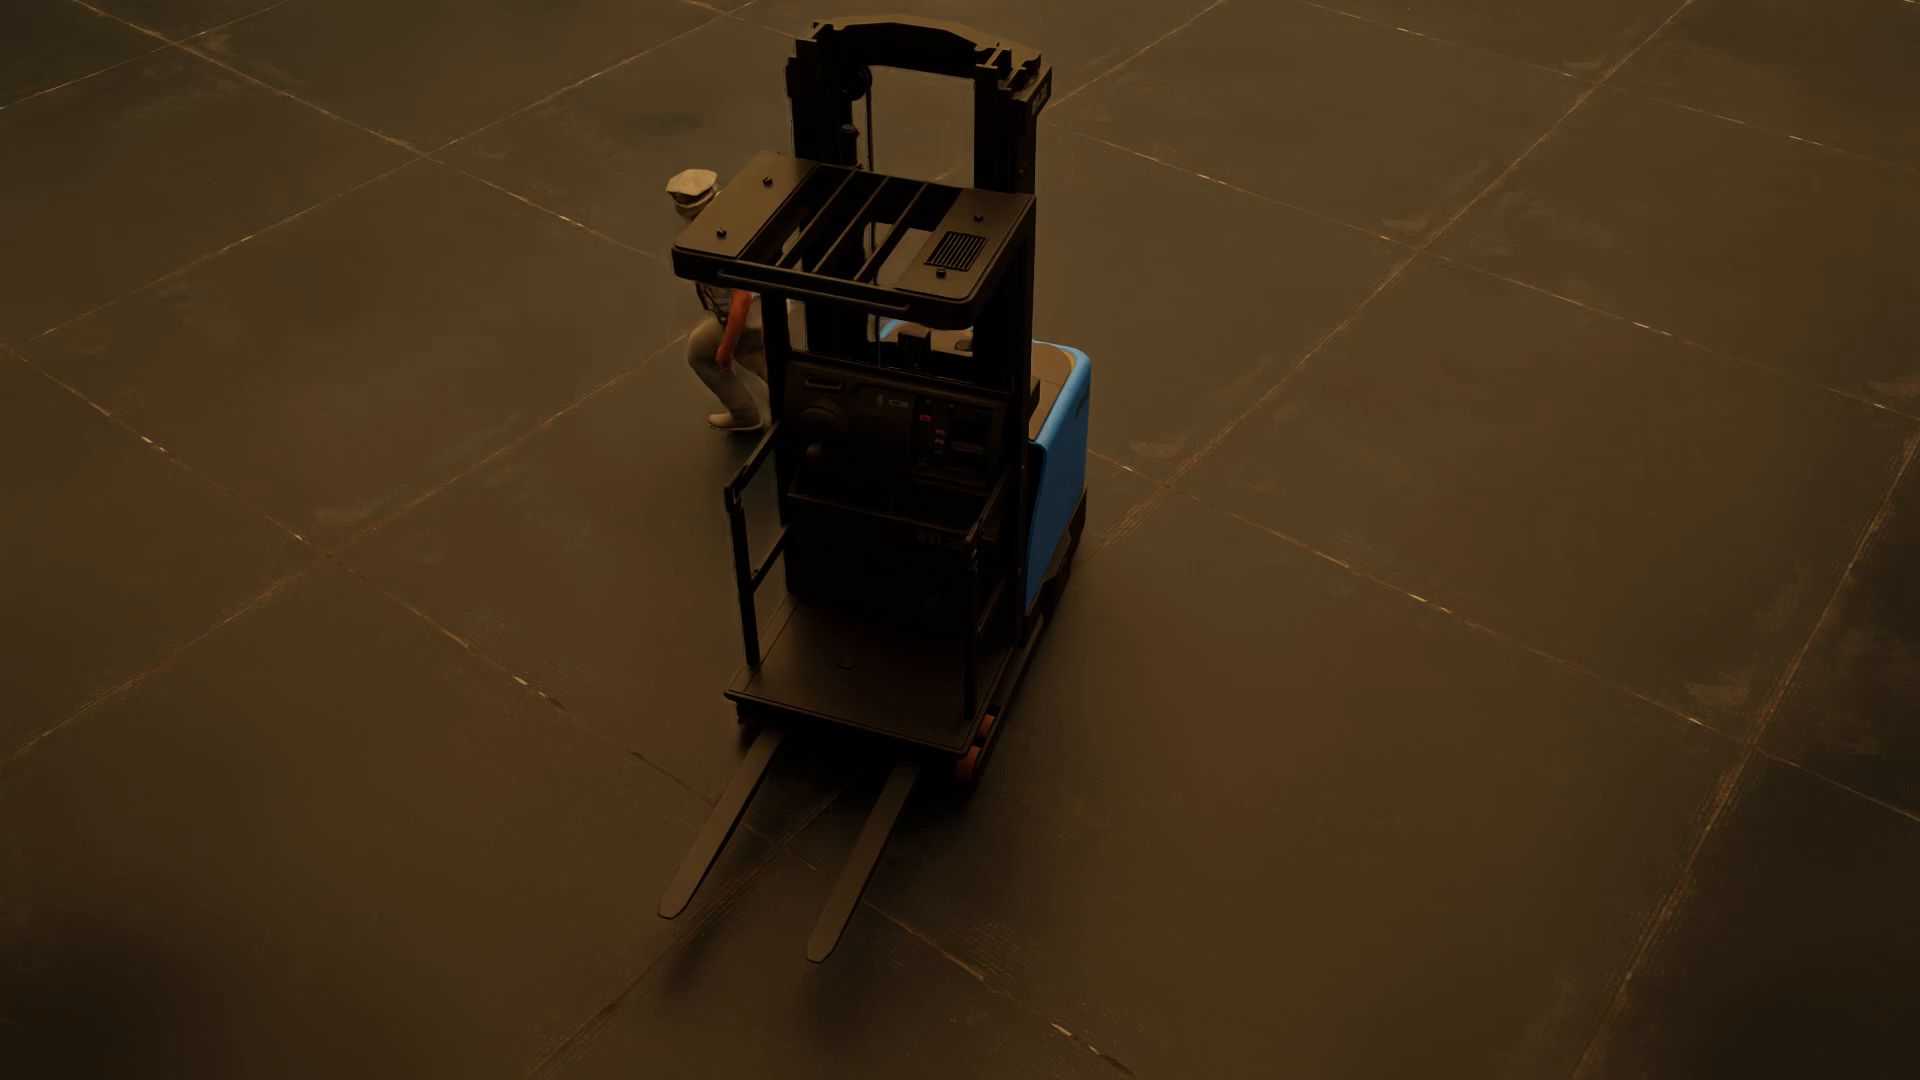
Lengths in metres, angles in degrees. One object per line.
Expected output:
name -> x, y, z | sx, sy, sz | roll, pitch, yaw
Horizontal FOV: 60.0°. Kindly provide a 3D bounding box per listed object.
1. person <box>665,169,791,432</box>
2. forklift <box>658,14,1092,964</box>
person -> -1.117, -1.183, 8.575 | 0.722, 1.533, 0.698 | 12, 42, 14
forklift -> -0.337, -0.377, 6.517 | 1.130, 2.935, 3.031 | 13, 42, 14
